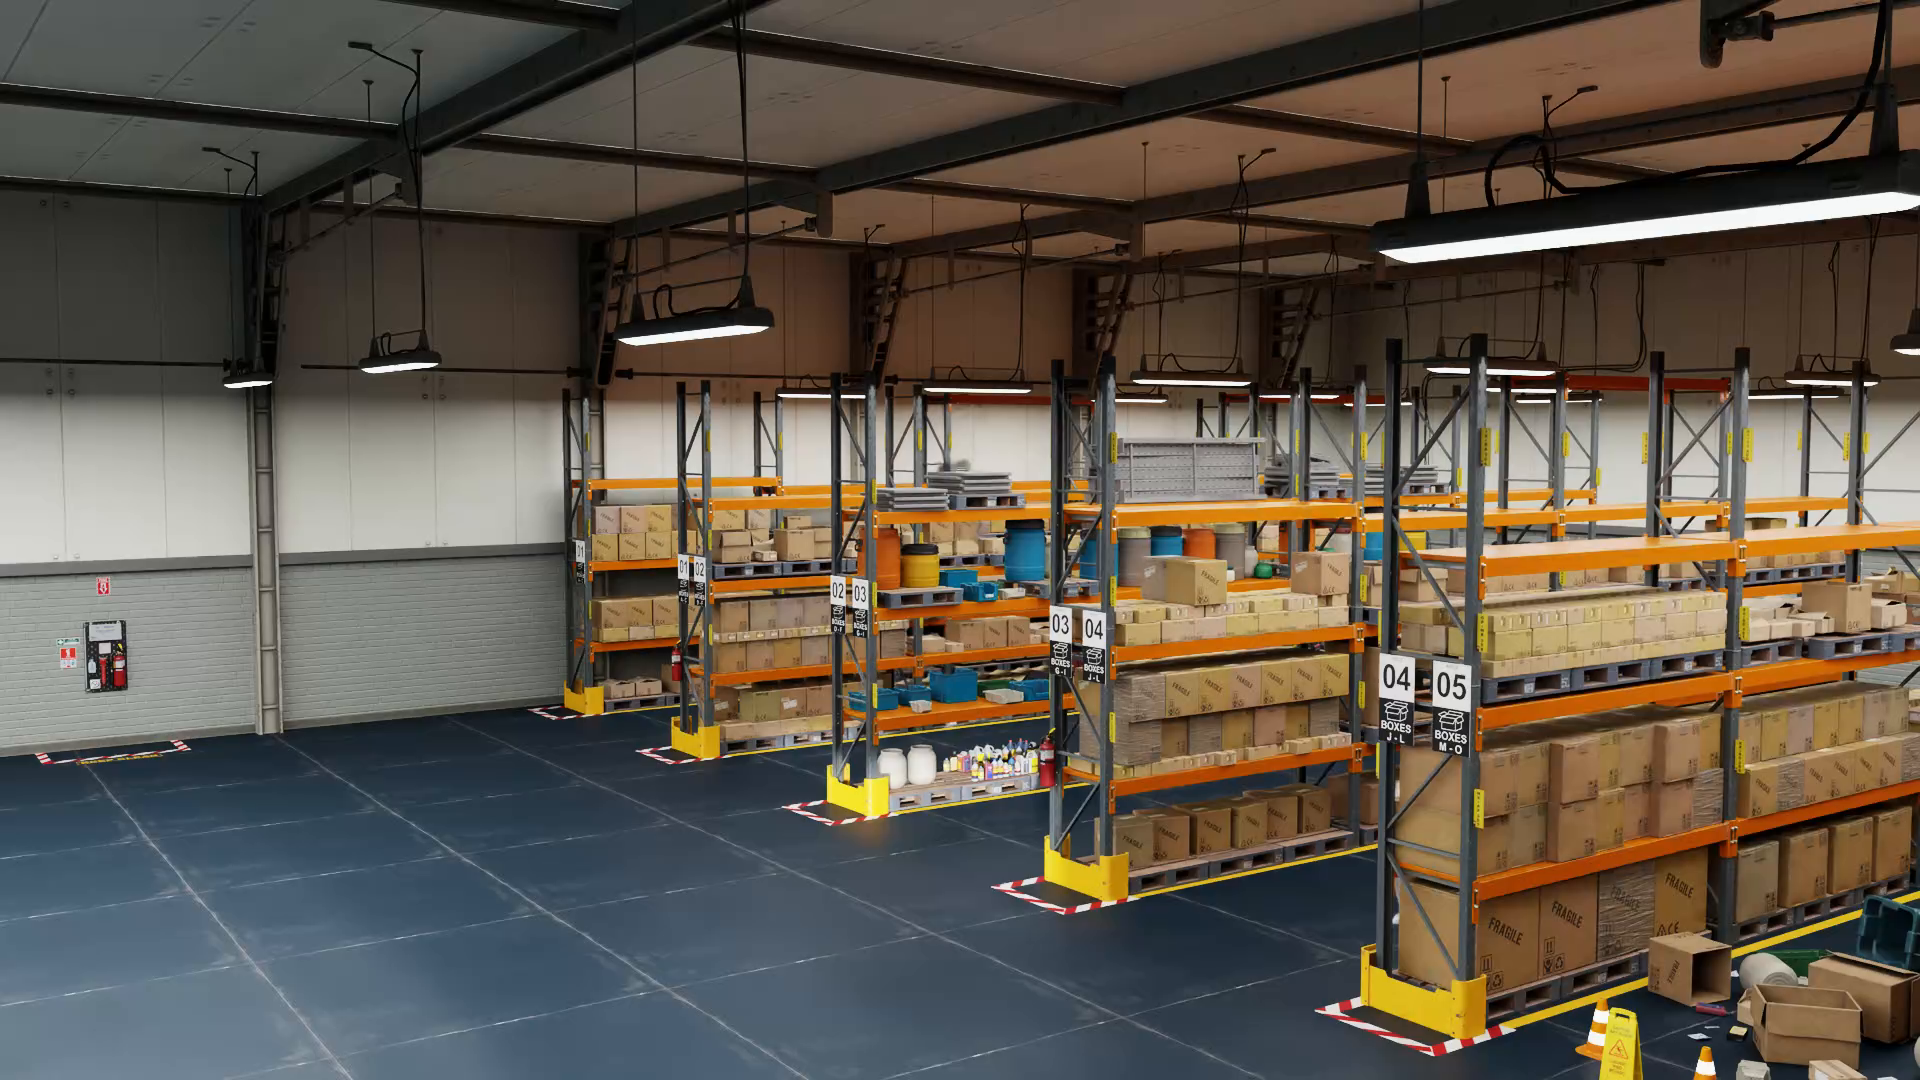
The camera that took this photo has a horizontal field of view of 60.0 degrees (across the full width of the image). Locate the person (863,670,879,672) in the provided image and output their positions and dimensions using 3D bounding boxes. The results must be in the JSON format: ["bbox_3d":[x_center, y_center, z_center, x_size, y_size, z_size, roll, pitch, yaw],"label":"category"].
[{"bbox_3d":[-1.706,2.084,31.191,0.842,1.778,0.621,-3,5,-40],"label":"person"}]

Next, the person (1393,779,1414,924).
[{"bbox_3d":[4.806,3.175,17.692,0.741,1.736,0.637,3,5,41],"label":"person"}]
